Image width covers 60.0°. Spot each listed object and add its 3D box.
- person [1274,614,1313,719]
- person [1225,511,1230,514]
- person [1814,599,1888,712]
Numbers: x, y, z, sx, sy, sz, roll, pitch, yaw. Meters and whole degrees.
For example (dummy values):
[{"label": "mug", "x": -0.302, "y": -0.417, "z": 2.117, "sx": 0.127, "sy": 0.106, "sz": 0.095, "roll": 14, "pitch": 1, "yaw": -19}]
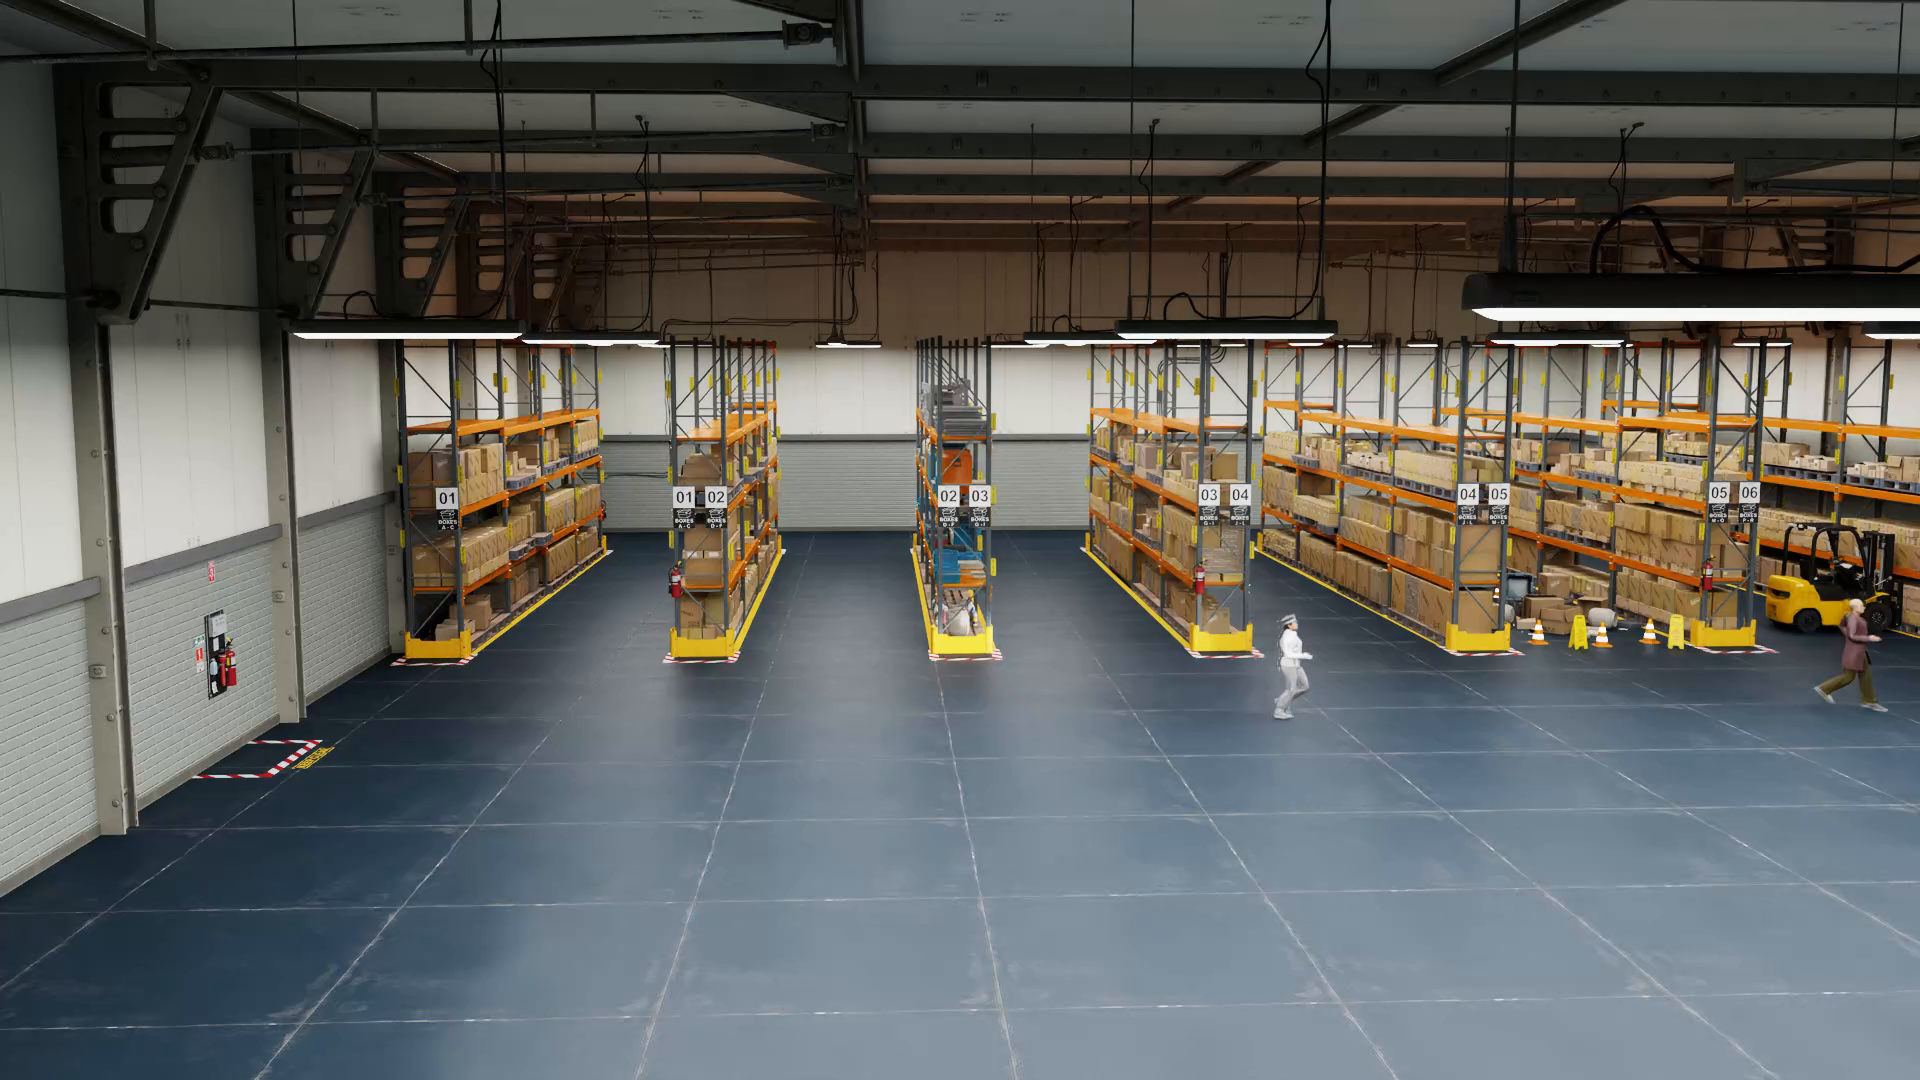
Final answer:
[{"label": "person", "x": 5.199, "y": 1.960, "z": 25.836, "sx": 0.598, "sy": 1.651, "sz": 0.591, "roll": 2, "pitch": 7, "yaw": 21}, {"label": "person", "x": 7.485, "y": -0.284, "z": 45.825, "sx": 0.617, "sy": 1.692, "sz": 0.803, "roll": 1, "pitch": 7, "yaw": 8}, {"label": "person", "x": 14.224, "y": 1.857, "z": 26.470, "sx": 1.048, "sy": 1.704, "sz": 0.710, "roll": 5, "pitch": 8, "yaw": 35}]
